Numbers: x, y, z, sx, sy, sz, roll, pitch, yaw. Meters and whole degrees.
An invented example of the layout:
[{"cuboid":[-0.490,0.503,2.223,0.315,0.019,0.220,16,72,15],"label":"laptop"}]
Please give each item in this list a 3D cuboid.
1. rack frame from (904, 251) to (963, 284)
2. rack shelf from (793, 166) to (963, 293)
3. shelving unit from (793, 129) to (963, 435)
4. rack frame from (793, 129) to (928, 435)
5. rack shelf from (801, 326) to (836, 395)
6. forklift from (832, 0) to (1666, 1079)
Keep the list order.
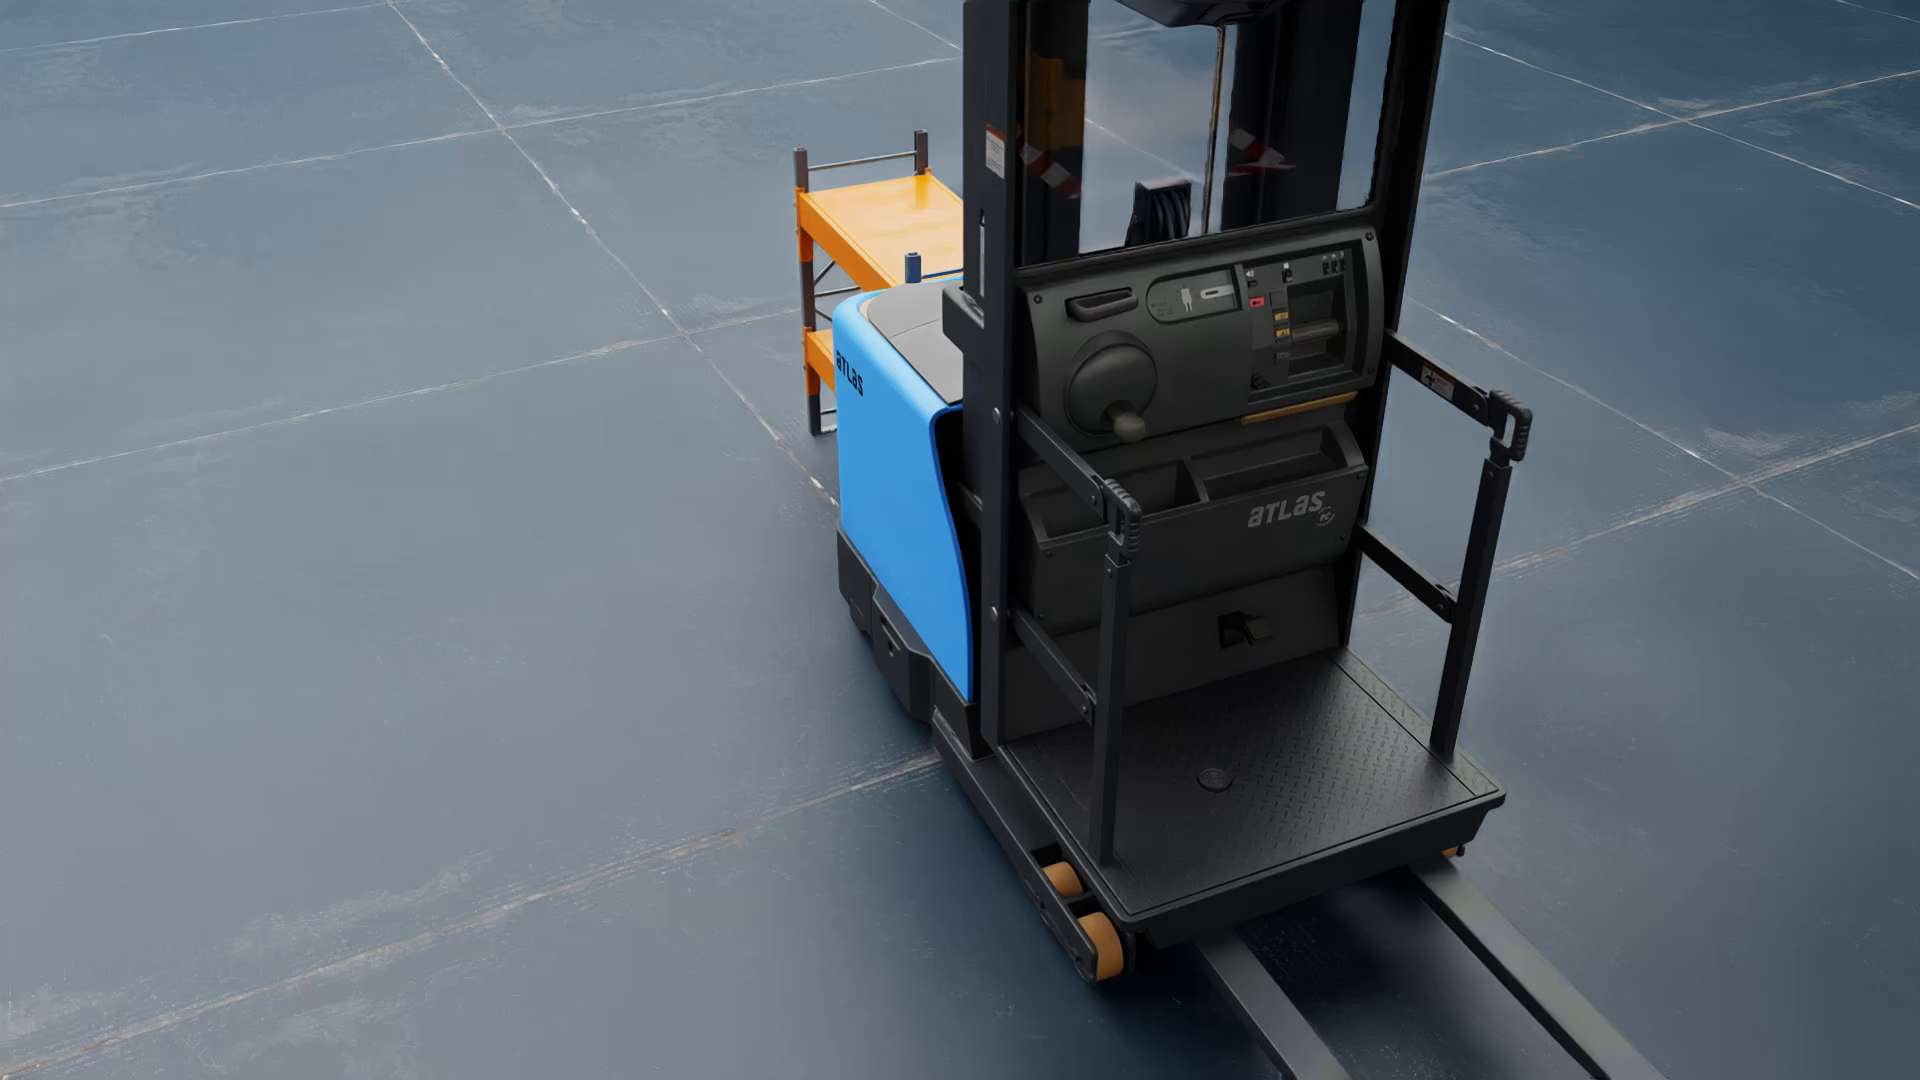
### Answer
[{"cuboid":[0.066,-0.437,5.389,0.500,1.125,0.032,-14,35,-20],"label":"rack frame"},{"cuboid":[-0.141,-0.934,5.622,0.538,0.278,1.000,-14,35,-20],"label":"rack shelf"},{"cuboid":[-0.141,-0.687,5.780,0.538,1.125,1.048,-14,35,-20],"label":"shelving unit"},{"cuboid":[-0.349,-0.938,6.171,0.500,1.125,0.032,-14,35,-20],"label":"rack frame"},{"cuboid":[-0.141,-0.481,5.912,0.538,0.278,1.000,-14,35,-20],"label":"rack shelf"},{"cuboid":[0.672,-0.423,3.693,1.130,2.935,3.031,-14,35,-20],"label":"forklift"}]
